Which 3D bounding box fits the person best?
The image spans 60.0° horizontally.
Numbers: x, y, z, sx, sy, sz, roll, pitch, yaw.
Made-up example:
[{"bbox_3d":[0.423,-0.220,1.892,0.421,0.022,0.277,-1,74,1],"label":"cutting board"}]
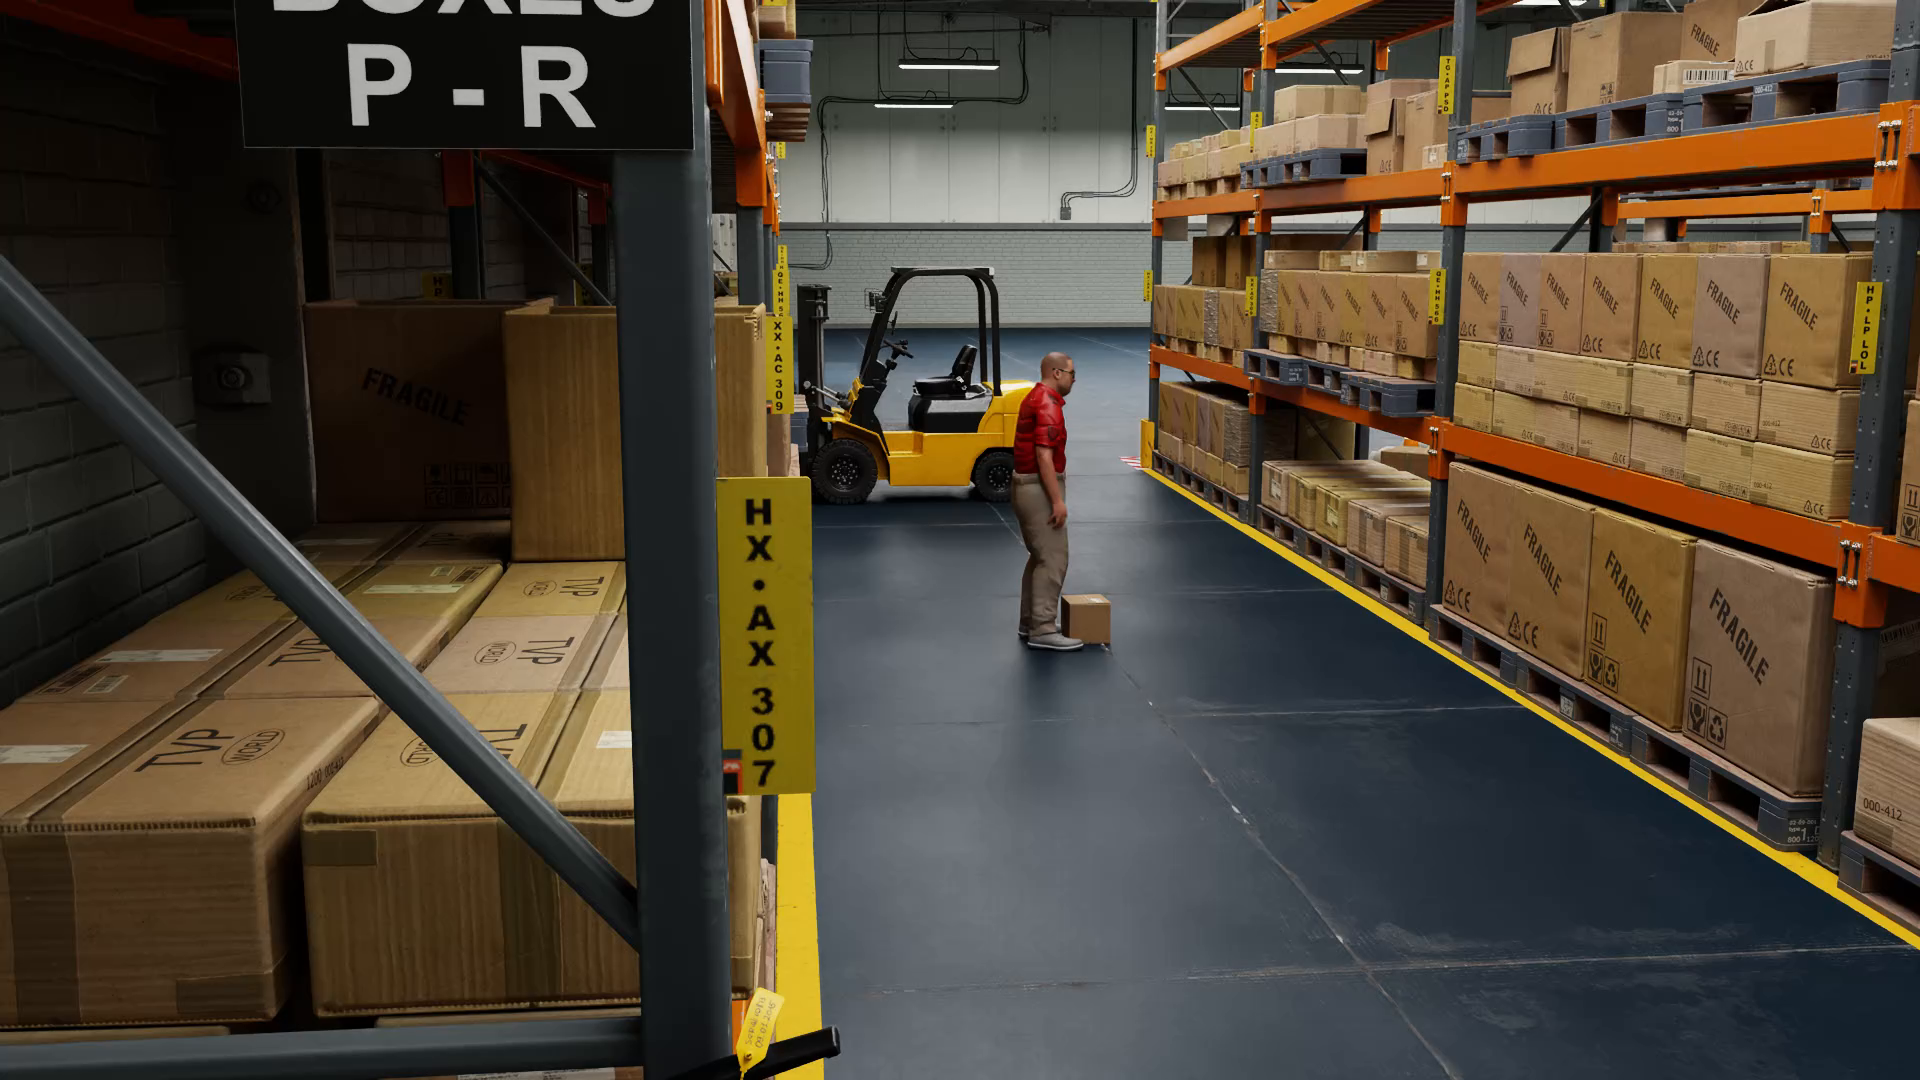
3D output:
[{"bbox_3d":[0.505,-0.245,9.842,0.388,1.726,0.590,-1,10,-7],"label":"person"}]
